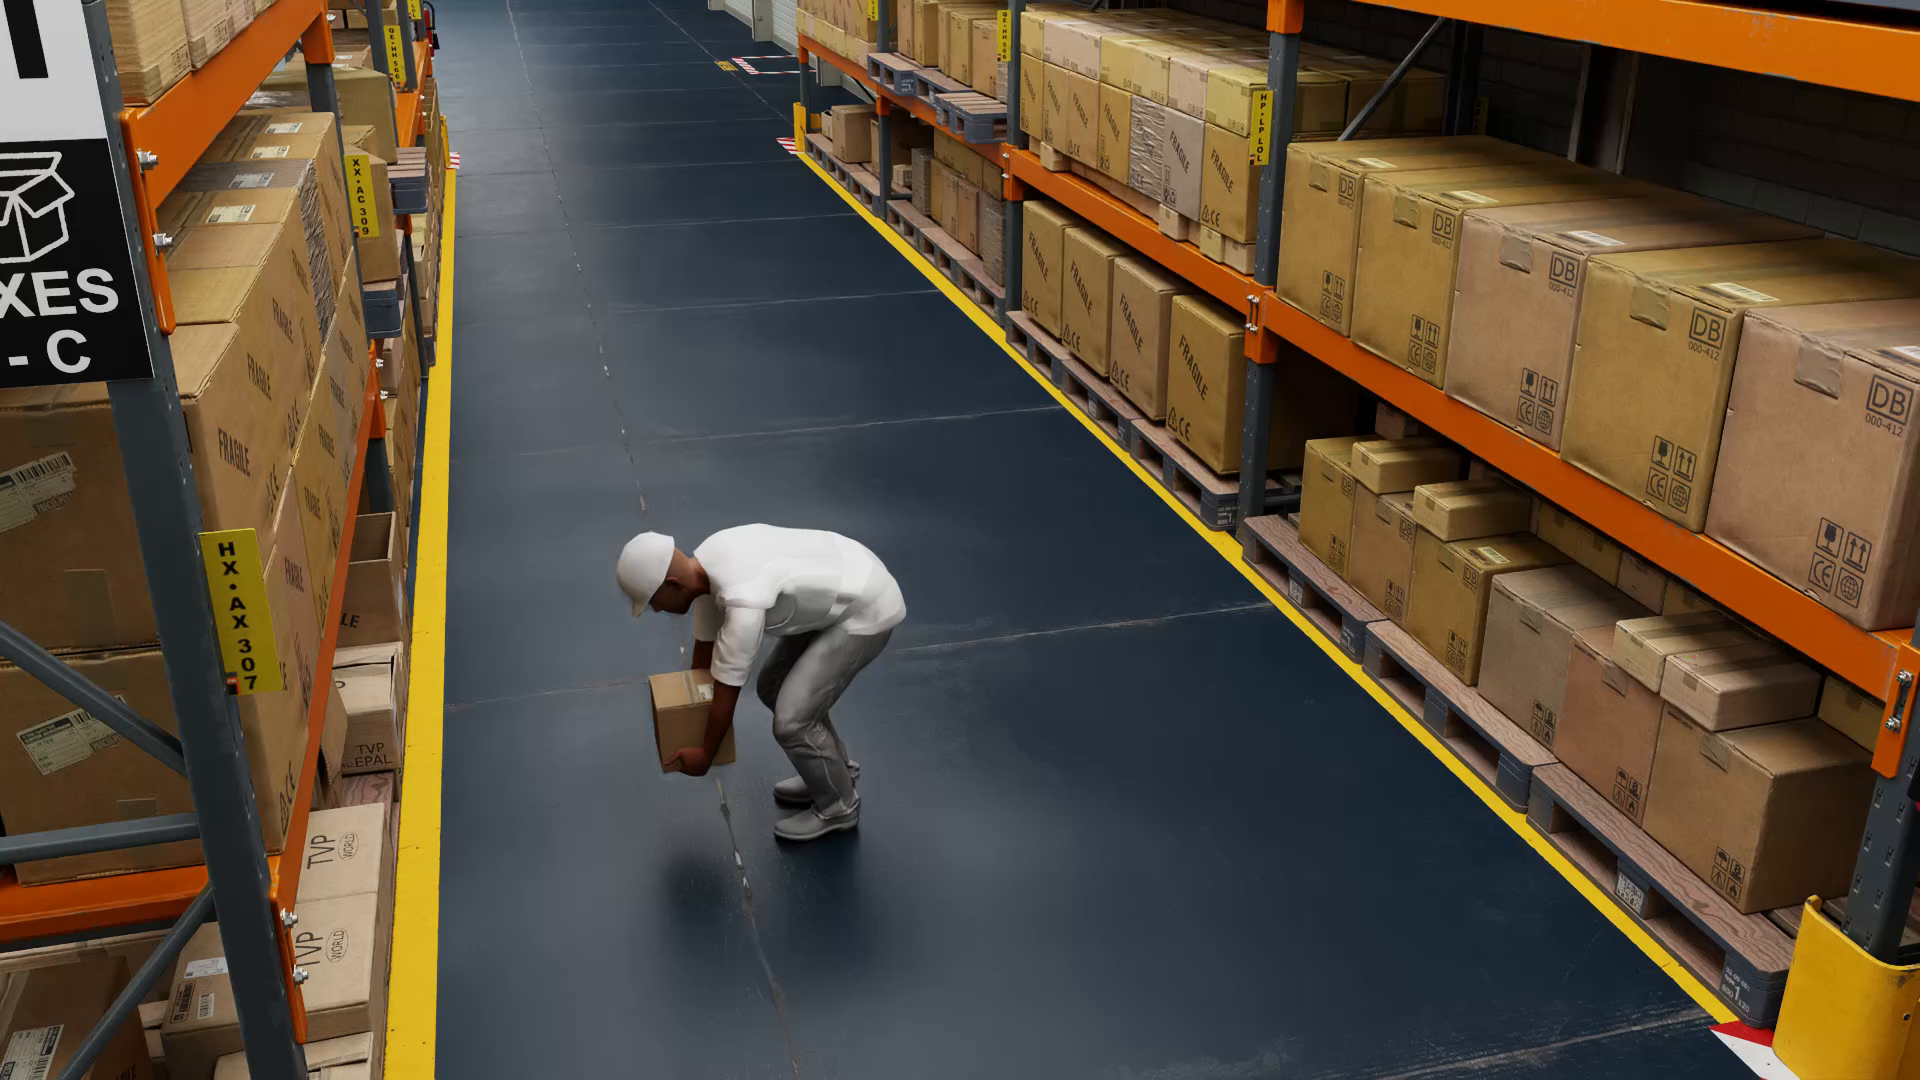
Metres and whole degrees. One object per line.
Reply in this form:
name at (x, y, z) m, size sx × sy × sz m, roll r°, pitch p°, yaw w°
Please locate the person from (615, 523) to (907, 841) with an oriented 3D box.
person at (-0.663, 0.473, 5.711) m, size 0.957 × 1.165 × 0.507 m, roll -7°, pitch 24°, yaw -17°
